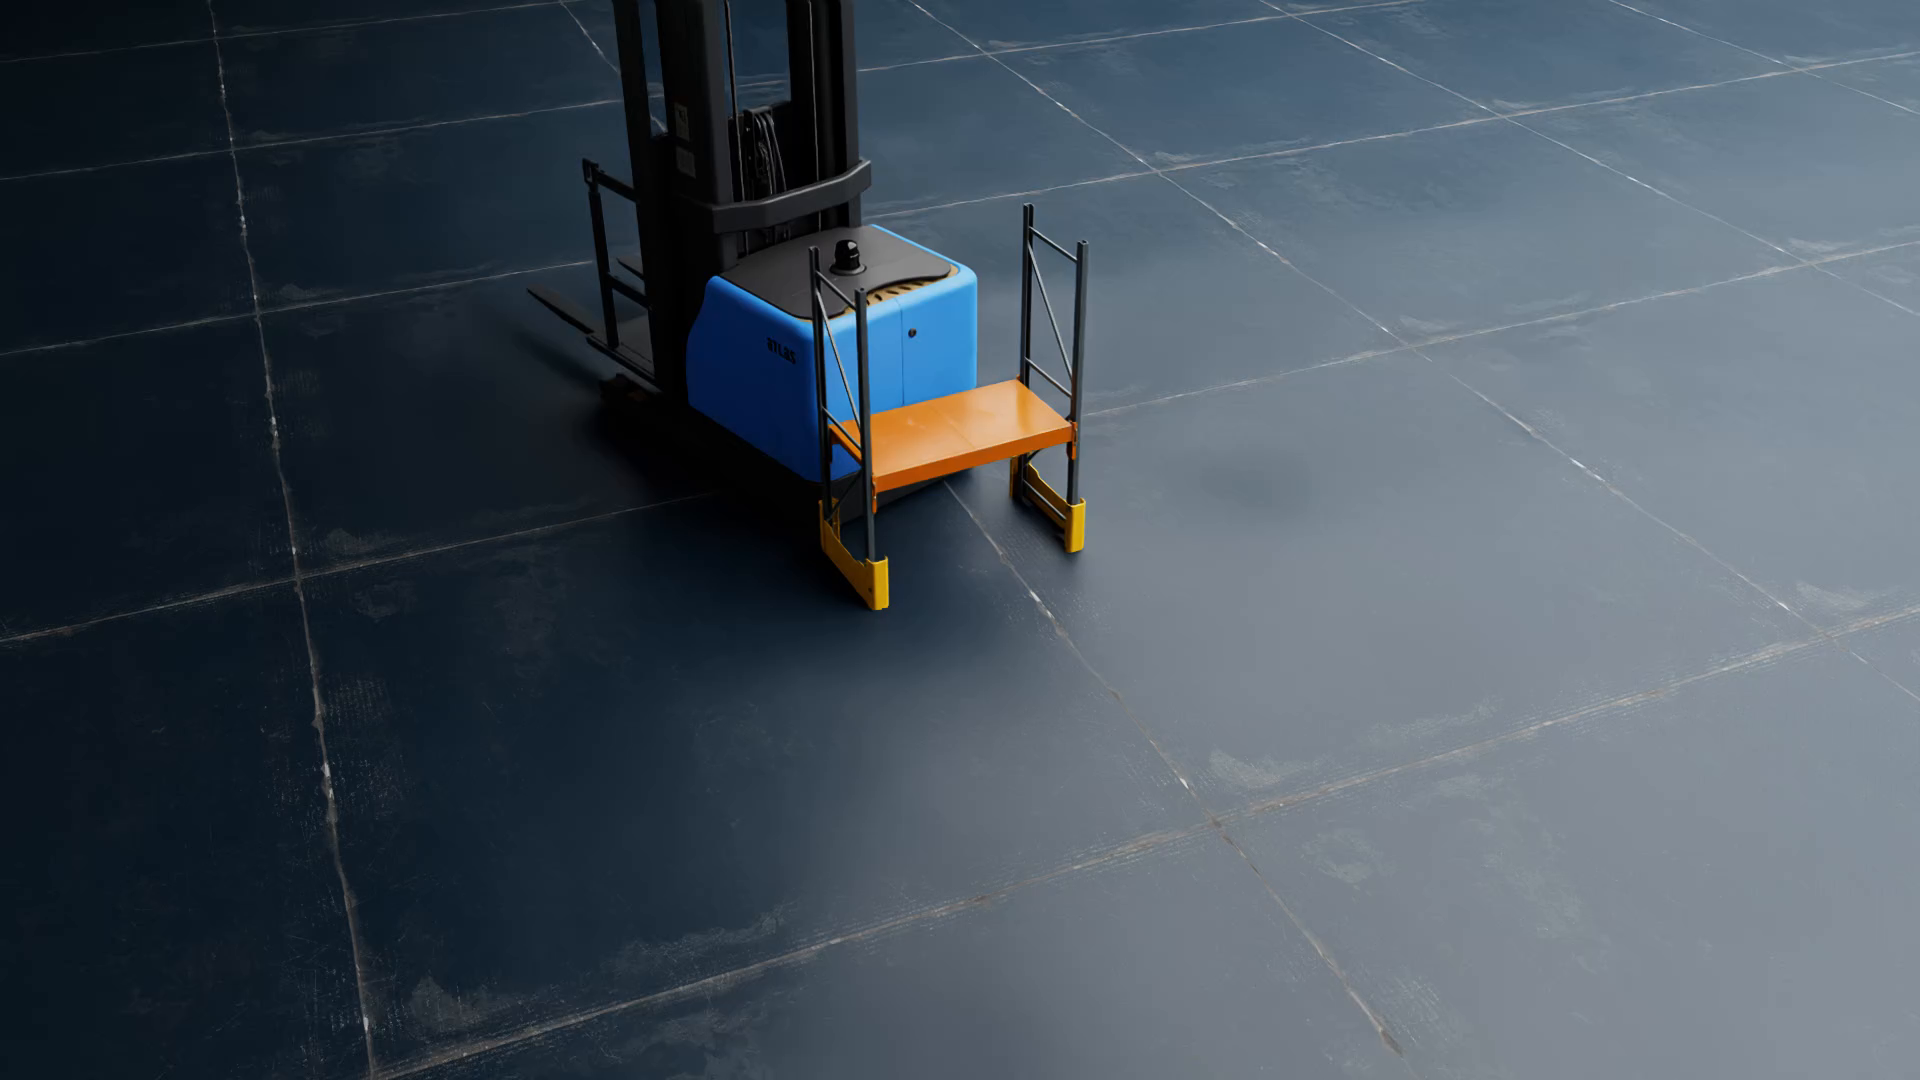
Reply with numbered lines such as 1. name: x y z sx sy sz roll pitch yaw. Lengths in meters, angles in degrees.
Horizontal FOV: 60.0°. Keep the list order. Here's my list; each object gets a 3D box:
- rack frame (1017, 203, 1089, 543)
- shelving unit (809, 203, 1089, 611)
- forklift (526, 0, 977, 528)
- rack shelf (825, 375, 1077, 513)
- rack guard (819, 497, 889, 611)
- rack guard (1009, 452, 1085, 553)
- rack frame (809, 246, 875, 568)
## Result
1. rack frame: 0.405 -0.719 7.480 0.032 1.500 0.500 -16 36 -23
2. shelving unit: -0.037 -0.592 7.285 1.083 1.500 0.587 -16 36 -23
3. forklift: -1.254 -2.005 8.144 1.130 2.935 3.031 -26 41 -34
4. rack shelf: -0.045 -0.439 7.380 1.000 0.185 0.538 -16 36 -23
5. rack guard: -0.478 0.058 7.432 0.087 0.250 0.587 -16 36 -23
6. rack guard: 0.404 -0.195 7.820 0.087 0.250 0.587 -16 36 -23
7. rack frame: -0.495 -0.461 7.084 0.032 1.500 0.500 -16 36 -23
